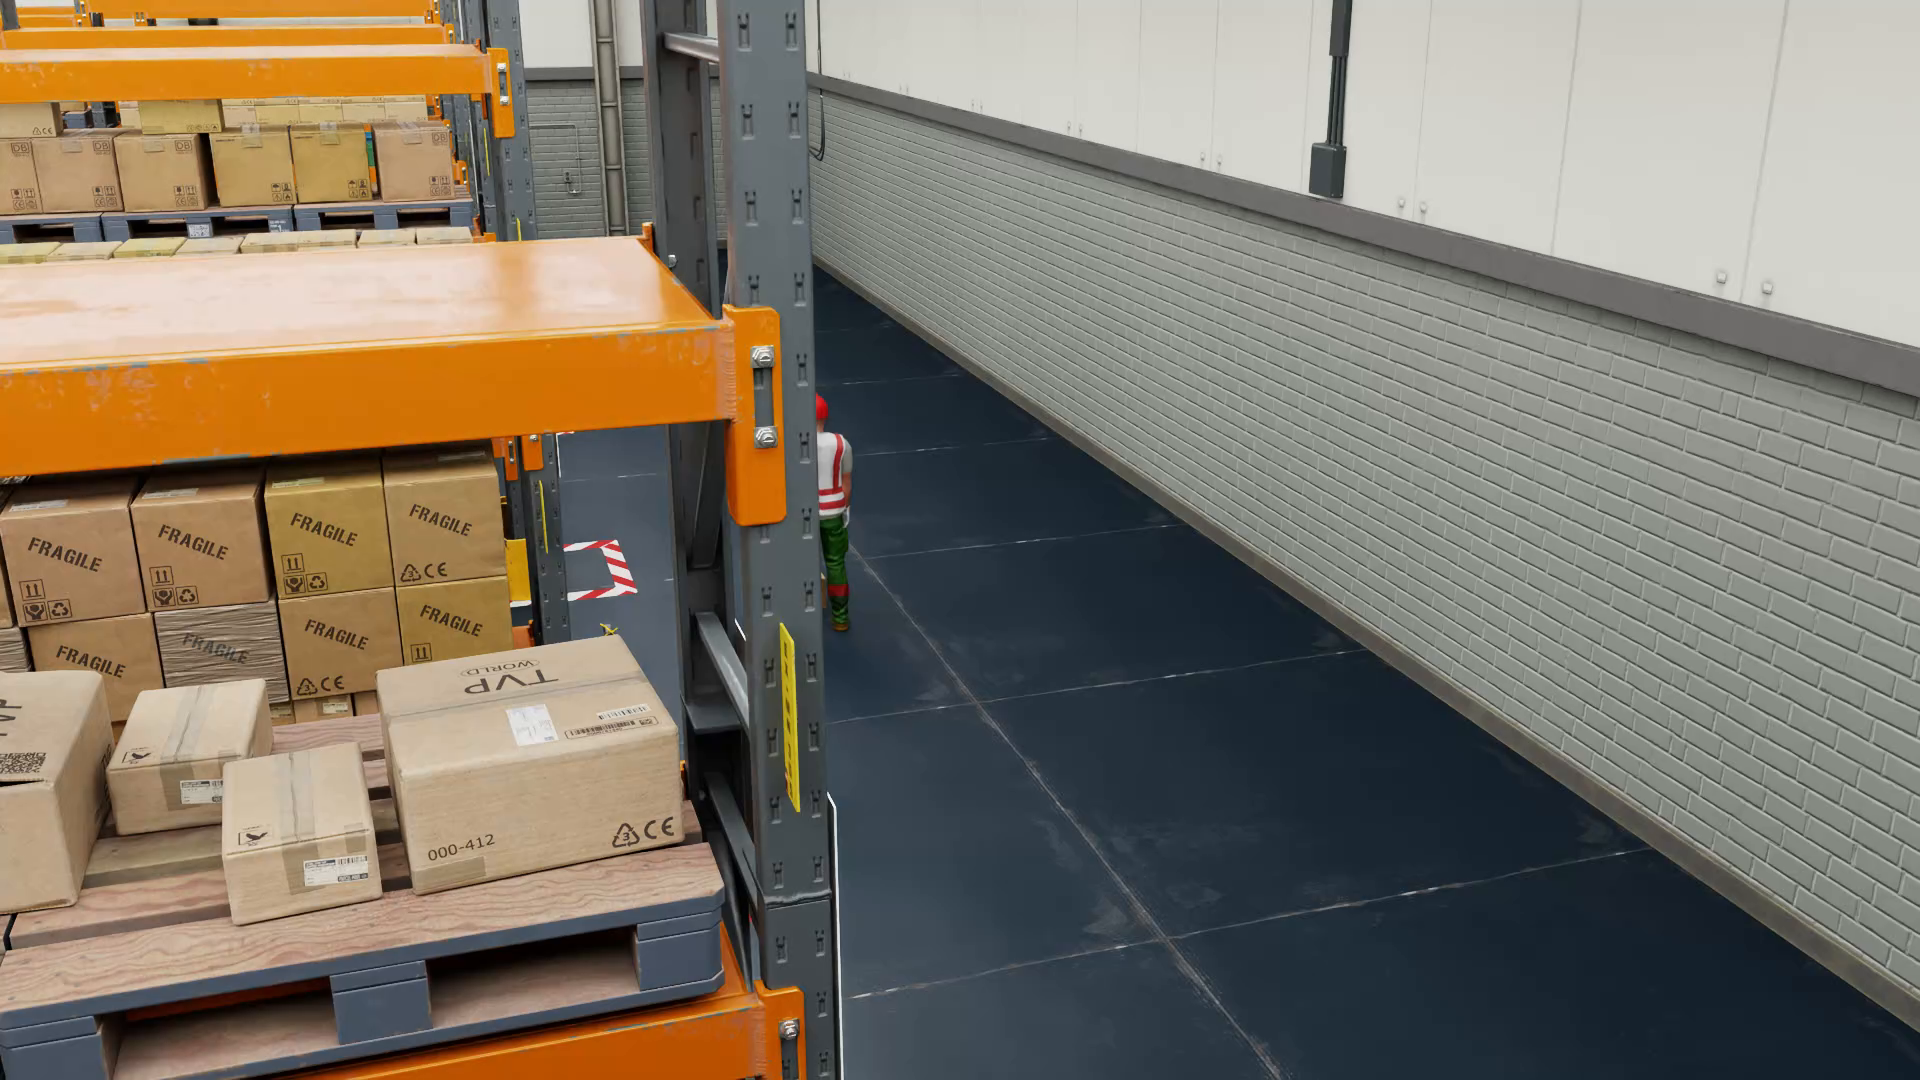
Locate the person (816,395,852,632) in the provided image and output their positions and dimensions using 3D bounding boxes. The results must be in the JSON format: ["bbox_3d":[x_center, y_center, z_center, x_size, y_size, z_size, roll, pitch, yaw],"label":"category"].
[{"bbox_3d":[-1.040,-0.191,12.082,0.524,1.786,0.337,-6,20,-16],"label":"person"}]
